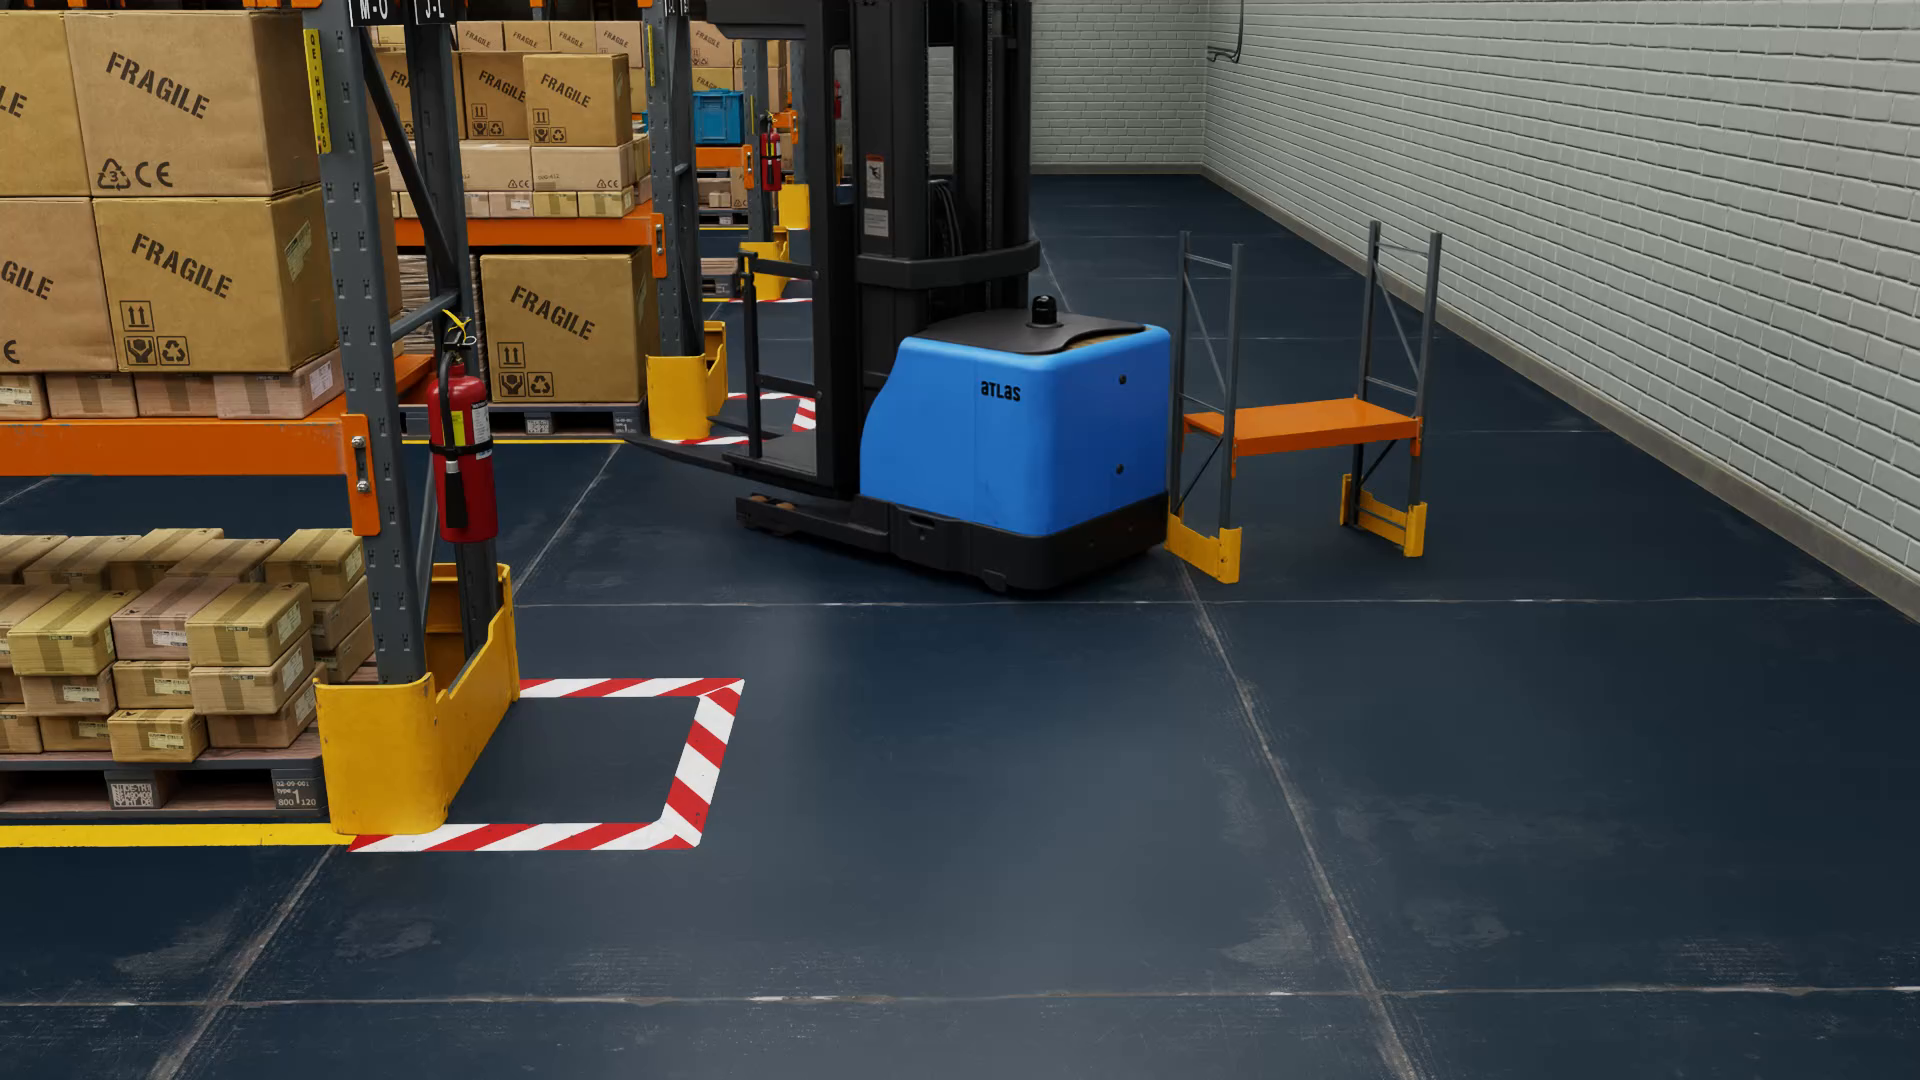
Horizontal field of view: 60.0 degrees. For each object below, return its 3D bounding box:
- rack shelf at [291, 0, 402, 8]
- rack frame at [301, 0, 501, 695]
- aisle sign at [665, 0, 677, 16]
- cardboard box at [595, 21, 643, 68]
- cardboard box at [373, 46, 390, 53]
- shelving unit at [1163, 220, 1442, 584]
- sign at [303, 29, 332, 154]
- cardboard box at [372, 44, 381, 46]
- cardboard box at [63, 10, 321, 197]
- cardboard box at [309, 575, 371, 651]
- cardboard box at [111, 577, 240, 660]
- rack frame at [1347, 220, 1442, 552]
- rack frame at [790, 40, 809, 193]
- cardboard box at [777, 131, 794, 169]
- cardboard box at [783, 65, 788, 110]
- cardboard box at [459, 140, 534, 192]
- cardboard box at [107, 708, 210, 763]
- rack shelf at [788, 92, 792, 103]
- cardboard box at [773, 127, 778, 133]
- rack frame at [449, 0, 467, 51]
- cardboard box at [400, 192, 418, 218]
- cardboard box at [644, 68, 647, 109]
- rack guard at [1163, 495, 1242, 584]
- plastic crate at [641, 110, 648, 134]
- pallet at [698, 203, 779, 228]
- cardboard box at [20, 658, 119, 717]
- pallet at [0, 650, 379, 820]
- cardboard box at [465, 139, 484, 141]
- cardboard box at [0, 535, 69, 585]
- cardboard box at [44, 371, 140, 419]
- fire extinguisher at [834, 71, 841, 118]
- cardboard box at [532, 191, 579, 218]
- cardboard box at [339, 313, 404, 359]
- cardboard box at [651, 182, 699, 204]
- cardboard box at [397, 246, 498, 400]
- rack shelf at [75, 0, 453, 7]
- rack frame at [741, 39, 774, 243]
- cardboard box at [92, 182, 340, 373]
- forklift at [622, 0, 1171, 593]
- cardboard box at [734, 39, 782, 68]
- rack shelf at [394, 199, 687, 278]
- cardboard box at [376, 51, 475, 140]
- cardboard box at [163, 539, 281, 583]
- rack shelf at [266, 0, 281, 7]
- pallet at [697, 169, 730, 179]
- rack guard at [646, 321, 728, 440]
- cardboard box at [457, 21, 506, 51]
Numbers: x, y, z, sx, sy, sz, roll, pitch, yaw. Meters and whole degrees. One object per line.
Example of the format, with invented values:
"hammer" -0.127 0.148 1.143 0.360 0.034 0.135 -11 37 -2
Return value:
"rack shelf" -3.737 -1.764 4.902 4.000 0.370 1.077 0 18 -1
"rack frame" -1.737 -0.688 5.281 0.127 3.000 1.000 0 18 -1
"aisle sign" -1.638 -3.350 9.323 0.004 0.787 0.394 0 18 -1
"cardboard box" -3.845 -5.657 18.972 0.500 0.500 0.500 0 18 1
"cardboard box" -7.031 -5.500 19.432 0.500 0.500 0.700 3 18 8
"shelving unit" 1.574 -0.662 7.656 1.083 1.500 0.587 -7 19 -21
"sign" -1.749 -1.220 4.527 0.005 0.325 0.100 0 18 -1
"cardboard box" -8.438 -6.828 23.738 0.500 0.500 0.500 0 18 -1
"cardboard box" -2.191 -1.275 4.824 0.500 0.500 0.500 -1 18 -2
"cardboard box" -2.265 0.252 5.843 0.250 0.149 0.380 0 18 1
"cardboard box" -2.515 0.250 5.363 0.250 0.149 0.380 0 18 0
"rack frame" 2.037 -0.719 7.834 0.032 1.500 0.500 -7 19 -21
"rack frame" -1.867 -5.229 19.436 0.127 3.000 1.000 0 18 -1
"cardboard box" -2.648 -5.717 24.365 0.500 0.500 0.700 0 18 -1
"cardboard box" -2.315 -5.355 19.665 0.500 0.500 0.500 0 18 0
"cardboard box" -2.702 -2.188 9.715 0.500 0.250 0.500 -1 18 -2
"cardboard box" -2.516 0.568 5.345 0.250 0.149 0.380 0 18 1
"rack shelf" -3.949 -6.389 24.232 4.000 0.370 1.077 0 18 -1
"cardboard box" -2.773 -5.970 24.090 0.250 0.149 0.380 0 18 -2
"rack frame" -5.867 -5.209 19.376 0.127 3.000 1.000 0 18 -1
"cardboard box" -3.087 -1.976 9.707 0.250 0.149 0.380 -1 18 -2
"cardboard box" -3.328 -5.187 19.142 0.500 0.500 0.500 0 18 0
"rack guard" 1.112 -0.010 7.669 0.087 0.250 0.587 -7 19 -21
"plastic crate" -2.703 -3.761 15.037 0.300 0.233 0.416 0 18 -1
"pallet" -2.740 -3.896 19.848 1.213 0.211 1.003 0 18 -1
"cardboard box" -2.780 0.421 5.317 0.250 0.149 0.380 -1 18 -3
"pallet" -2.626 0.634 5.727 1.213 0.211 1.003 0 18 -1
"cardboard box" -2.718 -2.349 10.218 0.500 0.250 0.500 0 18 -2
"cardboard box" -3.318 0.110 5.799 0.250 0.149 0.380 0 18 1
"cardboard box" -2.559 -0.485 5.059 0.250 0.149 0.380 0 18 -1
"fire extinguisher" -1.791 -6.387 23.784 0.183 0.674 0.296 0 18 -1
"cardboard box" -2.325 -1.979 9.719 0.250 0.149 0.380 0 18 0
"cardboard box" -2.066 -0.667 5.626 0.250 0.149 0.380 0 18 -1
"cardboard box" -3.357 -4.056 19.561 0.500 0.250 0.500 0 18 -1
"cardboard box" -3.263 -1.359 10.166 0.875 0.875 0.875 0 18 -1
"rack shelf" -7.867 -6.285 18.998 4.000 0.370 1.077 0 18 -1
"rack frame" -1.793 -3.716 14.720 0.127 3.000 1.000 0 18 -1
"cardboard box" -2.183 -0.796 4.968 0.500 0.500 0.500 0 18 0
"forklift" -0.475 -1.519 7.985 3.031 2.935 1.130 15 23 38
"cardboard box" -2.308 -5.666 19.000 0.500 0.500 0.500 0 18 -1
"rack shelf" -3.714 -1.851 10.084 4.000 0.370 1.077 0 18 -1
"cardboard box" -3.217 -2.704 10.096 0.500 0.500 0.500 -1 18 -2
"cardboard box" -2.540 0.123 5.758 0.250 0.149 0.380 0 18 0
"rack shelf" -3.793 -4.792 14.342 4.000 0.370 1.077 0 18 -1
"pallet" -3.964 -5.381 24.477 1.213 0.211 1.003 0 18 -1
"rack guard" -1.691 -1.013 10.387 0.348 0.500 1.175 0 18 -1
"cardboard box" -5.391 -5.649 18.947 0.500 0.500 0.500 0 18 1
